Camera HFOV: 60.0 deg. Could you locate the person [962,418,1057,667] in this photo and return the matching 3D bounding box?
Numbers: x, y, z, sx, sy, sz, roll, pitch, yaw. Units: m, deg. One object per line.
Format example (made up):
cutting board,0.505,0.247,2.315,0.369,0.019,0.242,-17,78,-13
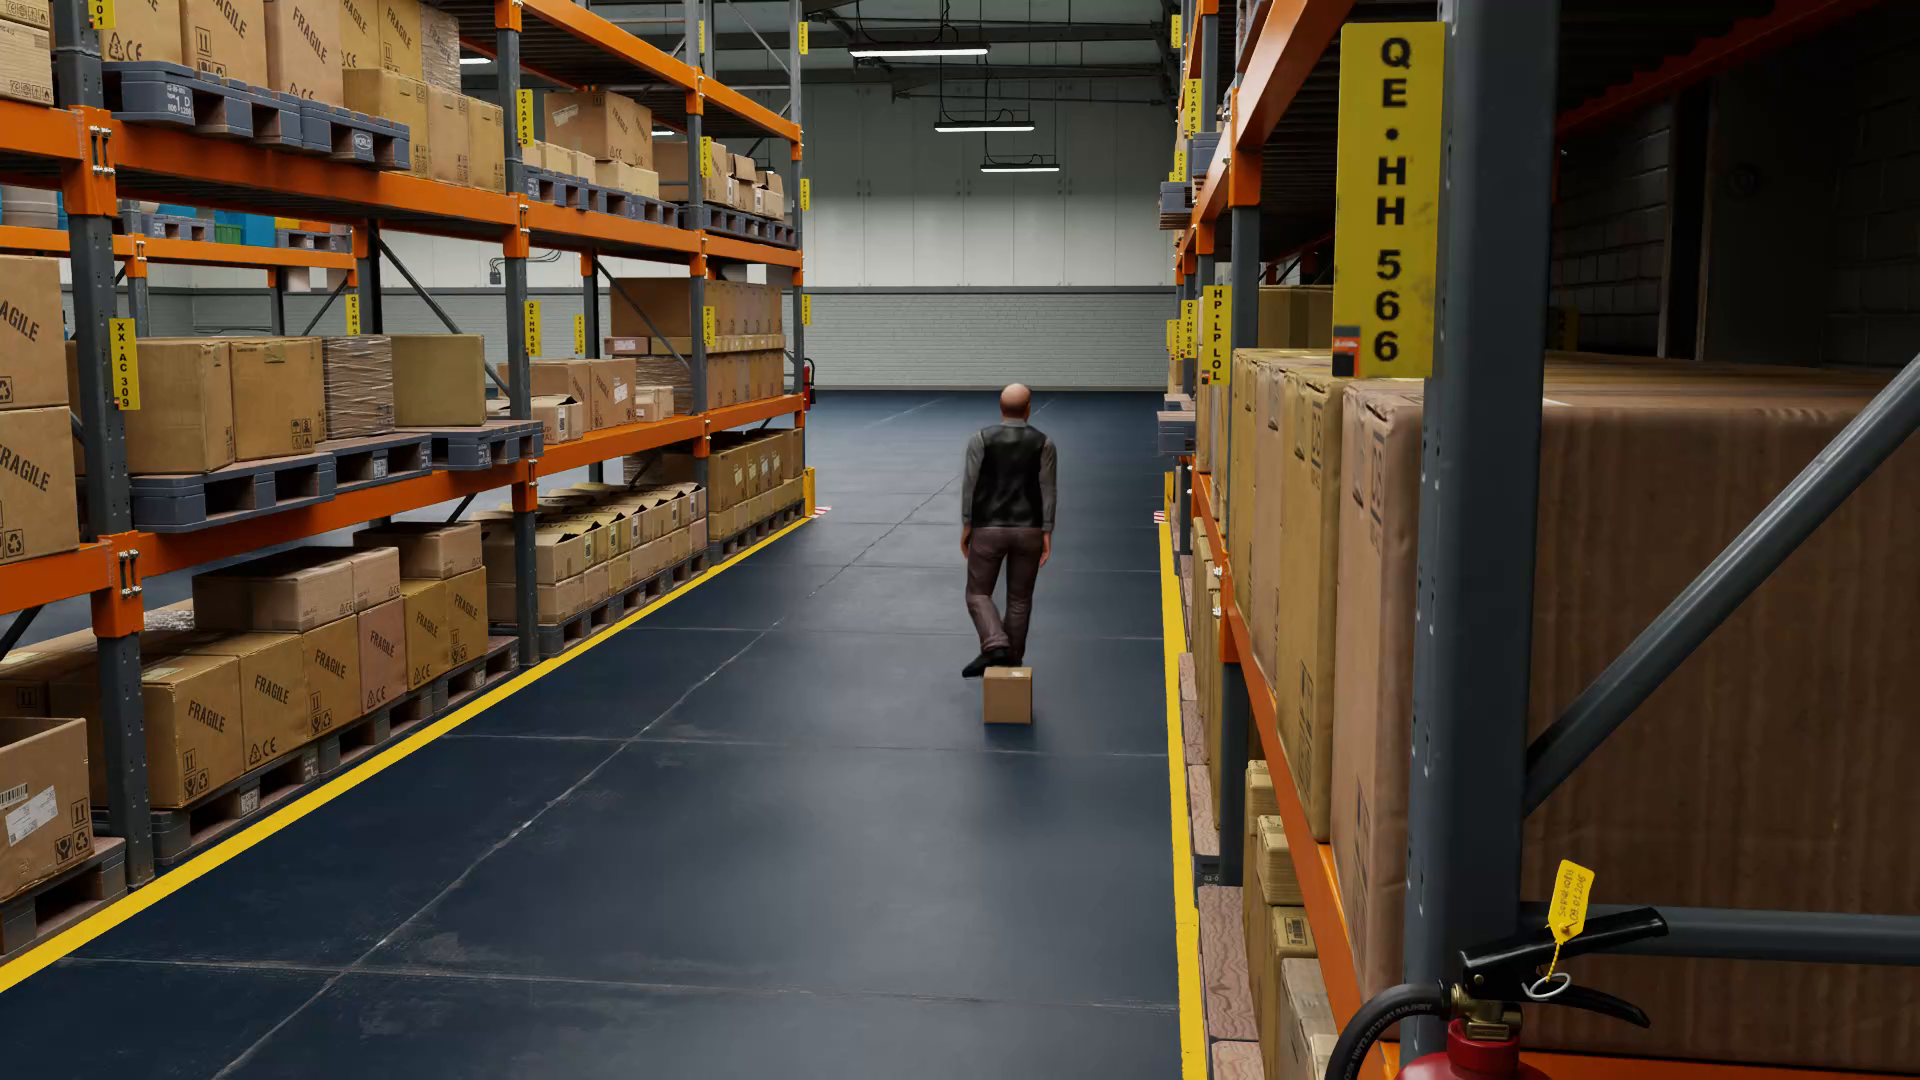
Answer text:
person,0.287,0.051,9.408,0.541,1.474,0.545,-1,8,-4
